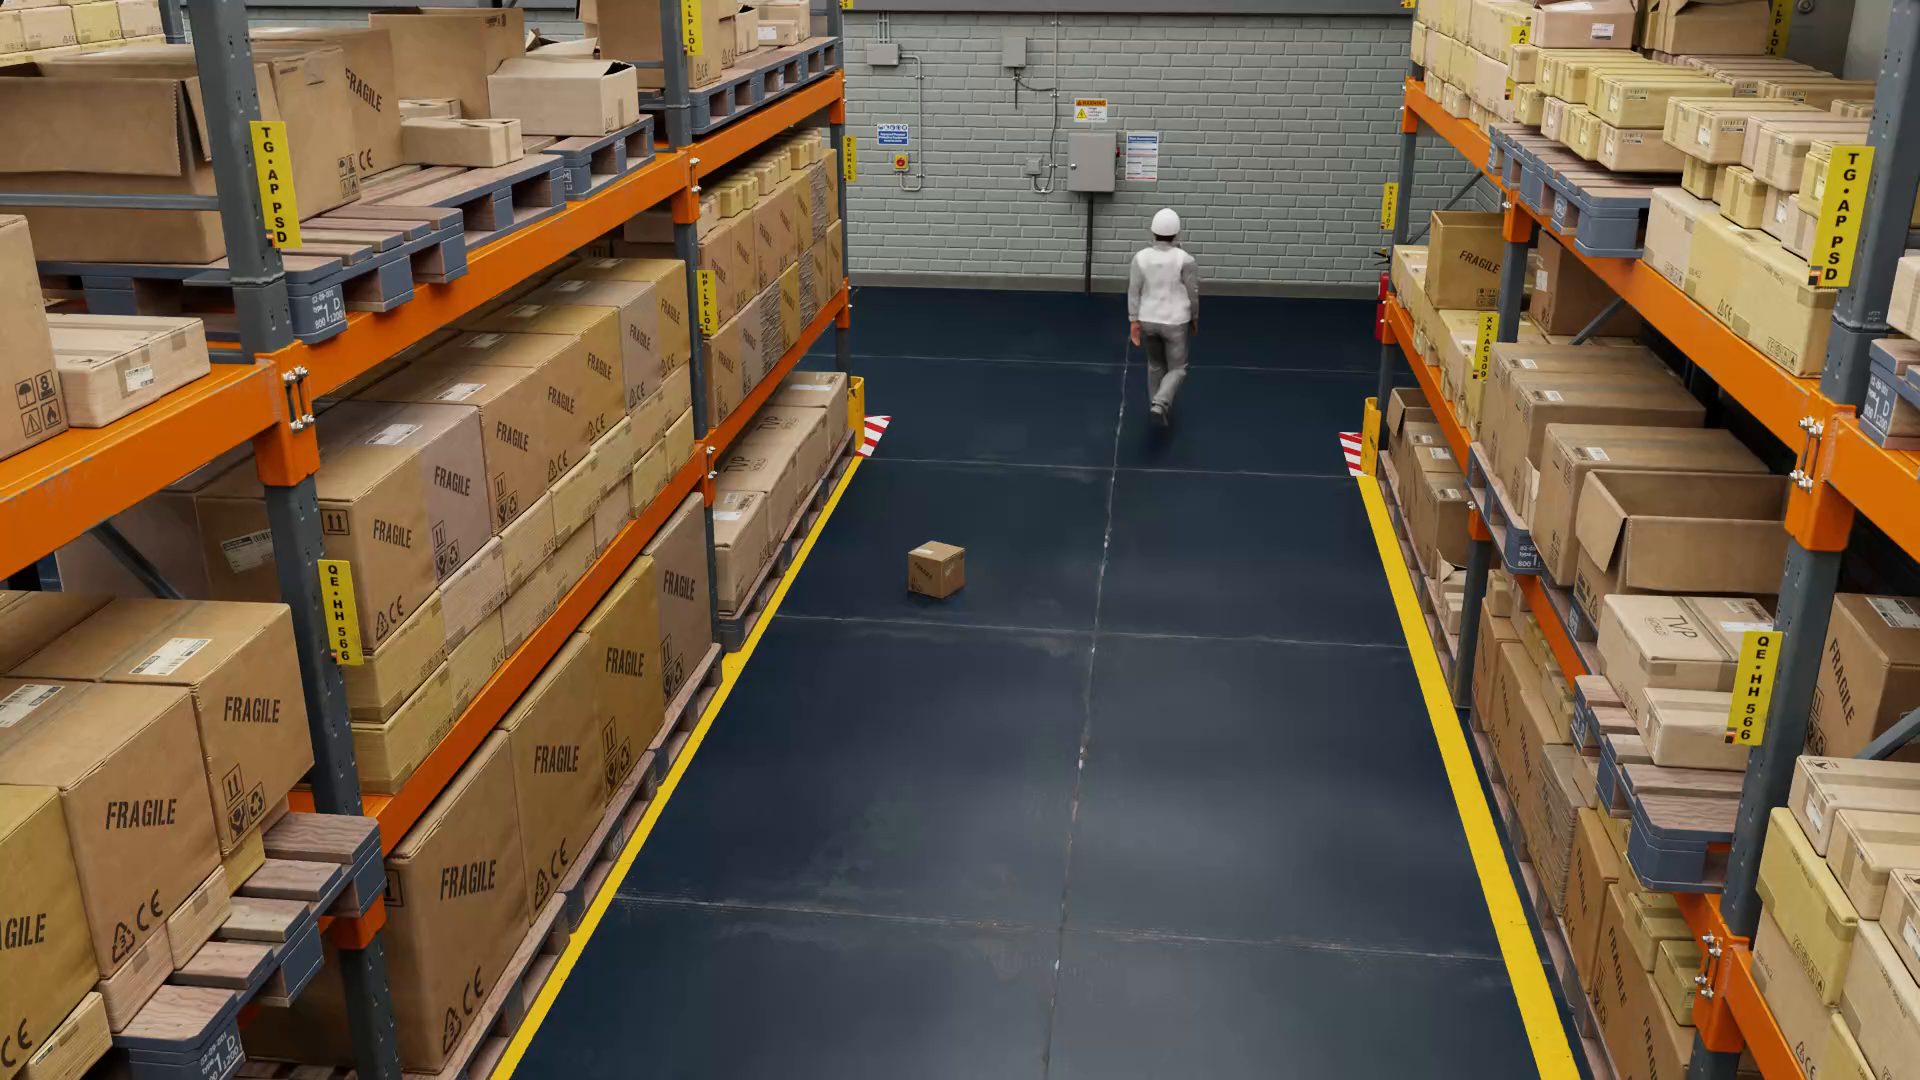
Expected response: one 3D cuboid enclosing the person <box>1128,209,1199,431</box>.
[{"bbox_3d":[1.590,-1.726,13.034,0.533,1.738,0.887,9,23,22],"label":"person"}]
